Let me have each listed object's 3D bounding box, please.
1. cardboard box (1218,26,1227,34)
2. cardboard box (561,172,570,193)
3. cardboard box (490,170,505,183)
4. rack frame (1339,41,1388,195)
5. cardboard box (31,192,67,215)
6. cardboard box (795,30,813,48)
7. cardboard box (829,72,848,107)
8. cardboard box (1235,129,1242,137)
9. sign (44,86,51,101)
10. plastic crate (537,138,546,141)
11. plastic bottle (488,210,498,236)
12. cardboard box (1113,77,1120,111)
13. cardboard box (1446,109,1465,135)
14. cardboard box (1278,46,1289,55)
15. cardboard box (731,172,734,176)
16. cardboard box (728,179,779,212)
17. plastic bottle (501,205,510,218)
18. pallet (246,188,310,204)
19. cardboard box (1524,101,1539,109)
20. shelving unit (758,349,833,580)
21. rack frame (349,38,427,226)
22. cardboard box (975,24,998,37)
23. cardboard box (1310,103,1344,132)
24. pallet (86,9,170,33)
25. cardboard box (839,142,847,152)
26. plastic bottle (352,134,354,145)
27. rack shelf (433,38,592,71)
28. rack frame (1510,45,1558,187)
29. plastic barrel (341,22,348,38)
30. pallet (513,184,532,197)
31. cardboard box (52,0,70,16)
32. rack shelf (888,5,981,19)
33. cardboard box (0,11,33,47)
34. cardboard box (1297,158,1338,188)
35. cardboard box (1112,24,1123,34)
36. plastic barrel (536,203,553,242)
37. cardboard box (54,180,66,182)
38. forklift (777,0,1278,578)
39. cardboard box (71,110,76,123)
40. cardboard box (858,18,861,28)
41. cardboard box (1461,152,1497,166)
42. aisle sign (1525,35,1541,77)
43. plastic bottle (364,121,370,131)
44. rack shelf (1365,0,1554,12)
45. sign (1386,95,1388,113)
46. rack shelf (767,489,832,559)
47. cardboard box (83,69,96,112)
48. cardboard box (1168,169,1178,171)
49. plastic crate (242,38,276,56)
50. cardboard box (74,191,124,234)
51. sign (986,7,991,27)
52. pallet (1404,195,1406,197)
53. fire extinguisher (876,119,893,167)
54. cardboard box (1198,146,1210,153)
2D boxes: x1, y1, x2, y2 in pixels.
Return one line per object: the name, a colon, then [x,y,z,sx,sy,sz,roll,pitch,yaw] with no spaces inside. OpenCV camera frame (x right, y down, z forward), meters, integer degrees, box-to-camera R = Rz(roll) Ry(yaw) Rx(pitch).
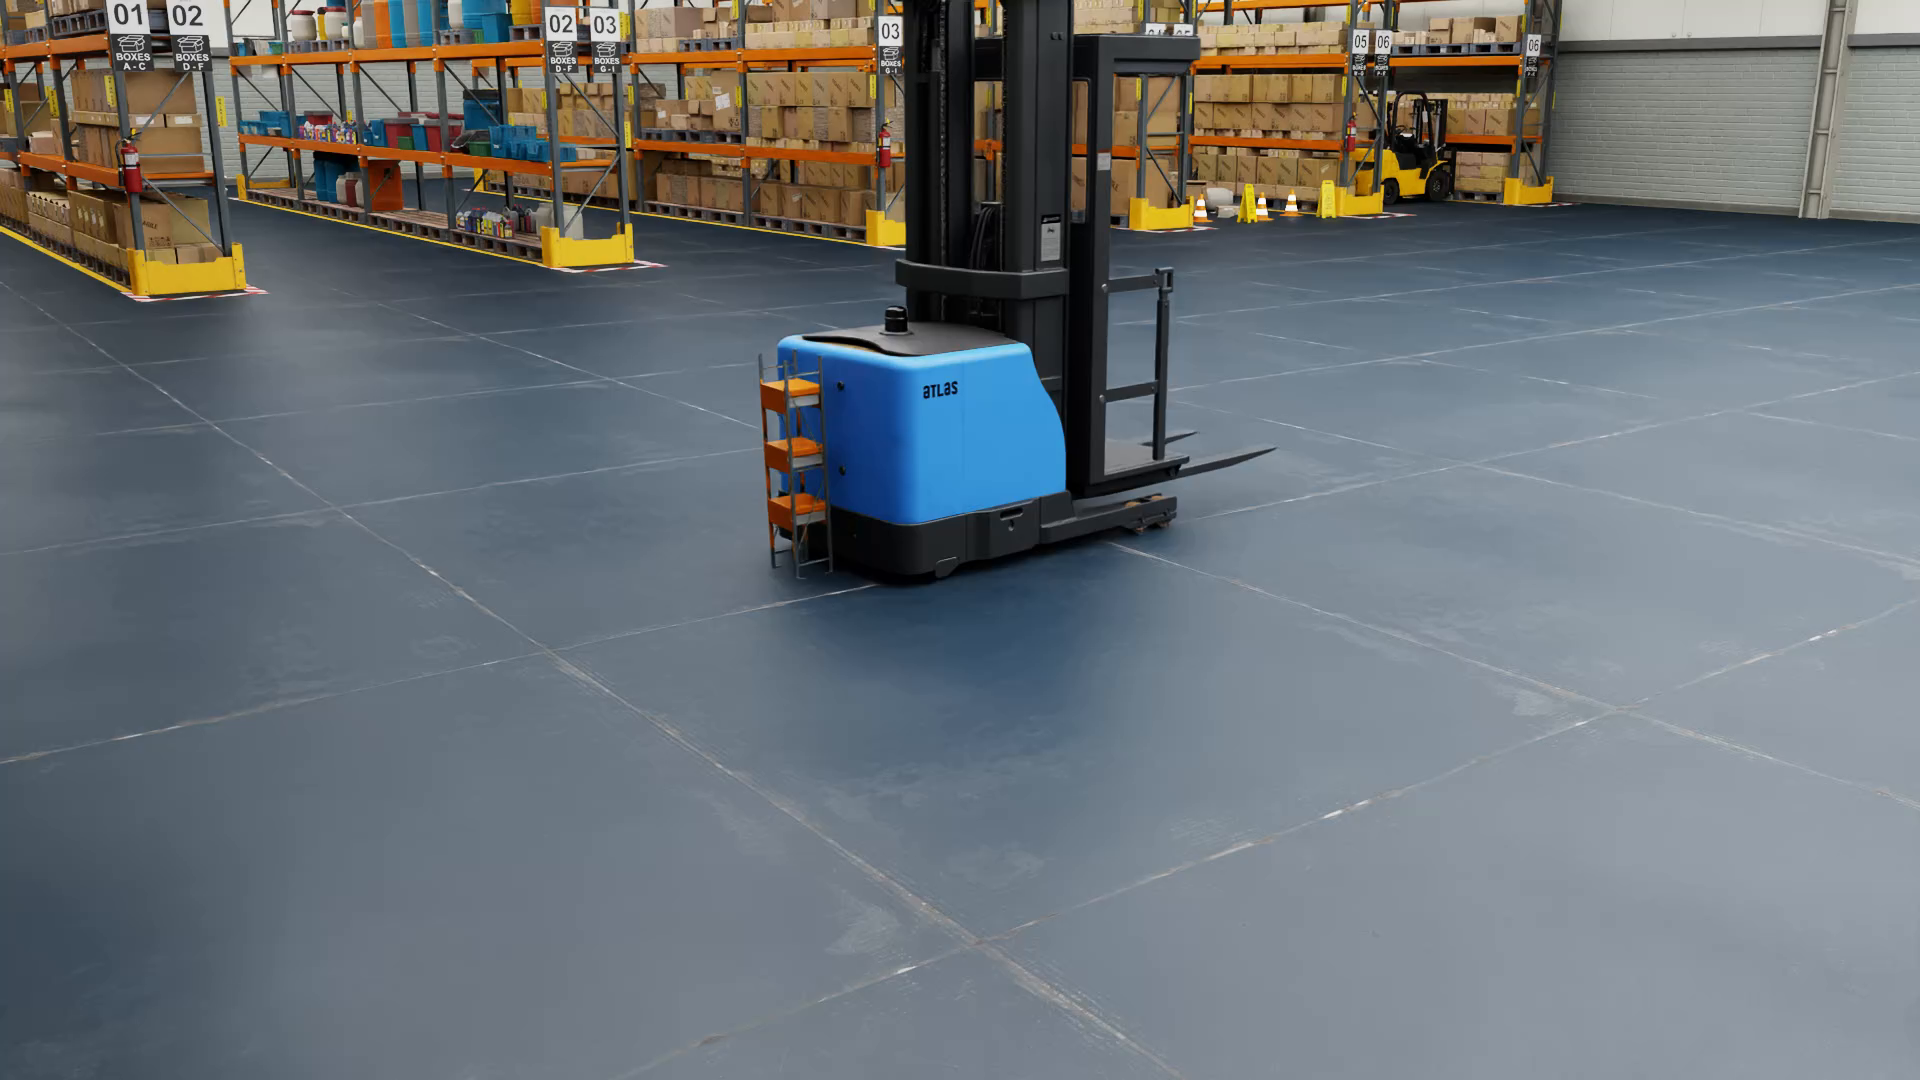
cardboard box: [5.131,-9.707,31.644,0.380,0.149,0.250,-12,19,-36]
cardboard box: [-7.442,-7.438,33.299,1.225,0.875,0.875,-11,19,-34]
cardboard box: [-9.745,-8.301,36.454,0.875,0.875,0.875,-11,19,-35]
rack frame: [7.237,-7.369,29.820,1.000,3.000,0.127,-11,19,-35]
cardboard box: [-13.112,-4.881,24.079,0.500,0.311,0.500,-11,19,-36]
cardboard box: [-2.158,-7.593,25.237,0.500,0.250,0.500,-11,19,-35]
cardboard box: [-1.601,-6.690,24.691,0.500,0.500,0.500,-11,19,-35]
cardboard box: [5.482,-7.777,31.785,0.380,0.149,0.250,-11,19,-35]
sign: [-15.403,-7.502,28.111,0.100,0.325,0.005,-11,19,-35]
plastic crate: [-6.267,-5.651,23.822,0.499,0.251,0.616,-11,19,-35]
plastic bottle: [-6.528,-4.444,23.314,0.144,0.351,0.185,-10,18,-32]
cardboard box: [2.708,-7.361,27.459,0.875,0.550,0.550,-11,19,-35]
cardboard box: [10.149,-8.475,33.669,0.500,0.500,0.500,-11,19,-36]
cardboard box: [6.071,-9.006,30.591,0.380,0.149,0.250,-11,19,-36]
cardboard box: [-4.977,-8.287,37.779,0.380,0.149,0.250,-10,18,-33]
cardboard box: [-3.474,-5.826,28.083,0.700,0.500,0.500,-13,20,-39]
plastic bottle: [-6.642,-4.736,24.382,0.144,0.351,0.185,-11,19,-35]
pallet: [-13.739,-6.952,33.576,1.003,0.211,1.213,-11,19,-35]
cardboard box: [11.261,-8.615,32.950,0.380,0.149,0.250,-11,19,-36]
shelving unit: [-0.776,-0.357,7.878,0.215,1.050,0.252,-12,19,-32]
rack frame: [-9.489,-6.771,27.632,1.000,3.000,0.127,-11,19,-35]
cardboard box: [0.396,-9.185,30.070,0.500,0.250,0.500,-11,19,-34]
cardboard box: [6.695,-7.634,30.034,0.500,0.500,0.500,-11,19,-36]
pallet: [-9.189,-5.854,18.766,1.003,0.211,1.213,-11,19,-35]
cardboard box: [-1.583,-5.894,24.903,0.380,0.149,0.250,-11,19,-35]
plastic bottle: [-10.125,-6.723,27.832,0.097,0.201,0.097,0,15,0]
rack shelf: [-5.961,-6.589,22.650,1.077,0.370,4.000,-11,19,-35]
rack frame: [11.250,-8.141,32.638,1.000,3.000,0.127,-11,19,-35]
plastic barrel: [-10.238,-8.560,27.952,0.301,0.262,0.301,0,15,0]
pallet: [-8.940,-7.484,35.520,1.003,0.211,1.213,-11,19,-35]
cardboard box: [-10.745,-6.559,20.283,0.500,0.311,0.500,-12,19,-38]
rack shelf: [-0.994,-12.713,40.098,1.077,0.370,4.000,-11,19,-35]
cardboard box: [-13.781,-7.586,24.738,0.910,0.500,0.500,-11,19,-35]
cardboard box: [6.555,-6.738,30.505,0.500,0.500,0.500,-11,19,-34]
cardboard box: [2.676,-8.228,26.766,0.380,0.149,0.250,-11,19,-34]
plastic barrel: [-5.529,-4.301,22.525,0.421,0.512,0.421,0,15,0]
cardboard box: [-15.044,-5.696,27.606,0.500,0.500,0.500,-11,19,-34]
forklift: [0.518,-1.541,8.654,3.031,2.935,1.130,-14,20,-40]
cardboard box: [-11.144,-5.422,21.287,0.380,0.149,0.250,-11,19,-35]
cardboard box: [-1.253,-7.483,24.080,0.380,0.149,0.250,-12,19,-36]
cardboard box: [10.422,-7.657,33.390,0.500,0.250,0.500,-10,18,-34]
aisle sign: [11.051,-9.335,32.076,0.394,0.787,0.004,-11,19,-35]
plastic bottle: [-10.432,-7.168,29.177,0.144,0.351,0.185,-11,19,-35]
rack shelf: [10.074,-10.921,33.554,1.077,0.370,4.000,-11,19,-35]
sign: [7.676,-7.871,30.013,0.100,0.325,0.005,-11,19,-35]
rack shelf: [-0.767,-0.081,7.959,0.215,0.259,0.240,-12,19,-32]
cardboard box: [-10.288,-5.514,20.393,0.700,0.500,0.500,-11,19,-35]
cardboard box: [4.150,-7.423,34.199,0.950,0.372,0.625,-10,18,-31]
plastic crate: [-13.517,-9.527,32.138,0.504,0.338,0.767,-11,19,-35]
cardboard box: [-10.826,-4.133,20.989,0.500,0.500,0.500,-11,19,-35]
sign: [0.508,-9.195,29.233,0.100,0.325,0.005,-11,19,-35]
pallet: [9.332,-7.474,35.482,1.003,0.211,1.213,-11,19,-35]
fire extinguisher: [-1.084,-5.698,23.859,0.296,0.674,0.183,-11,19,-35]
cardboard box: [5.866,-9.278,39.505,0.380,0.149,0.250,-12,19,-37]
